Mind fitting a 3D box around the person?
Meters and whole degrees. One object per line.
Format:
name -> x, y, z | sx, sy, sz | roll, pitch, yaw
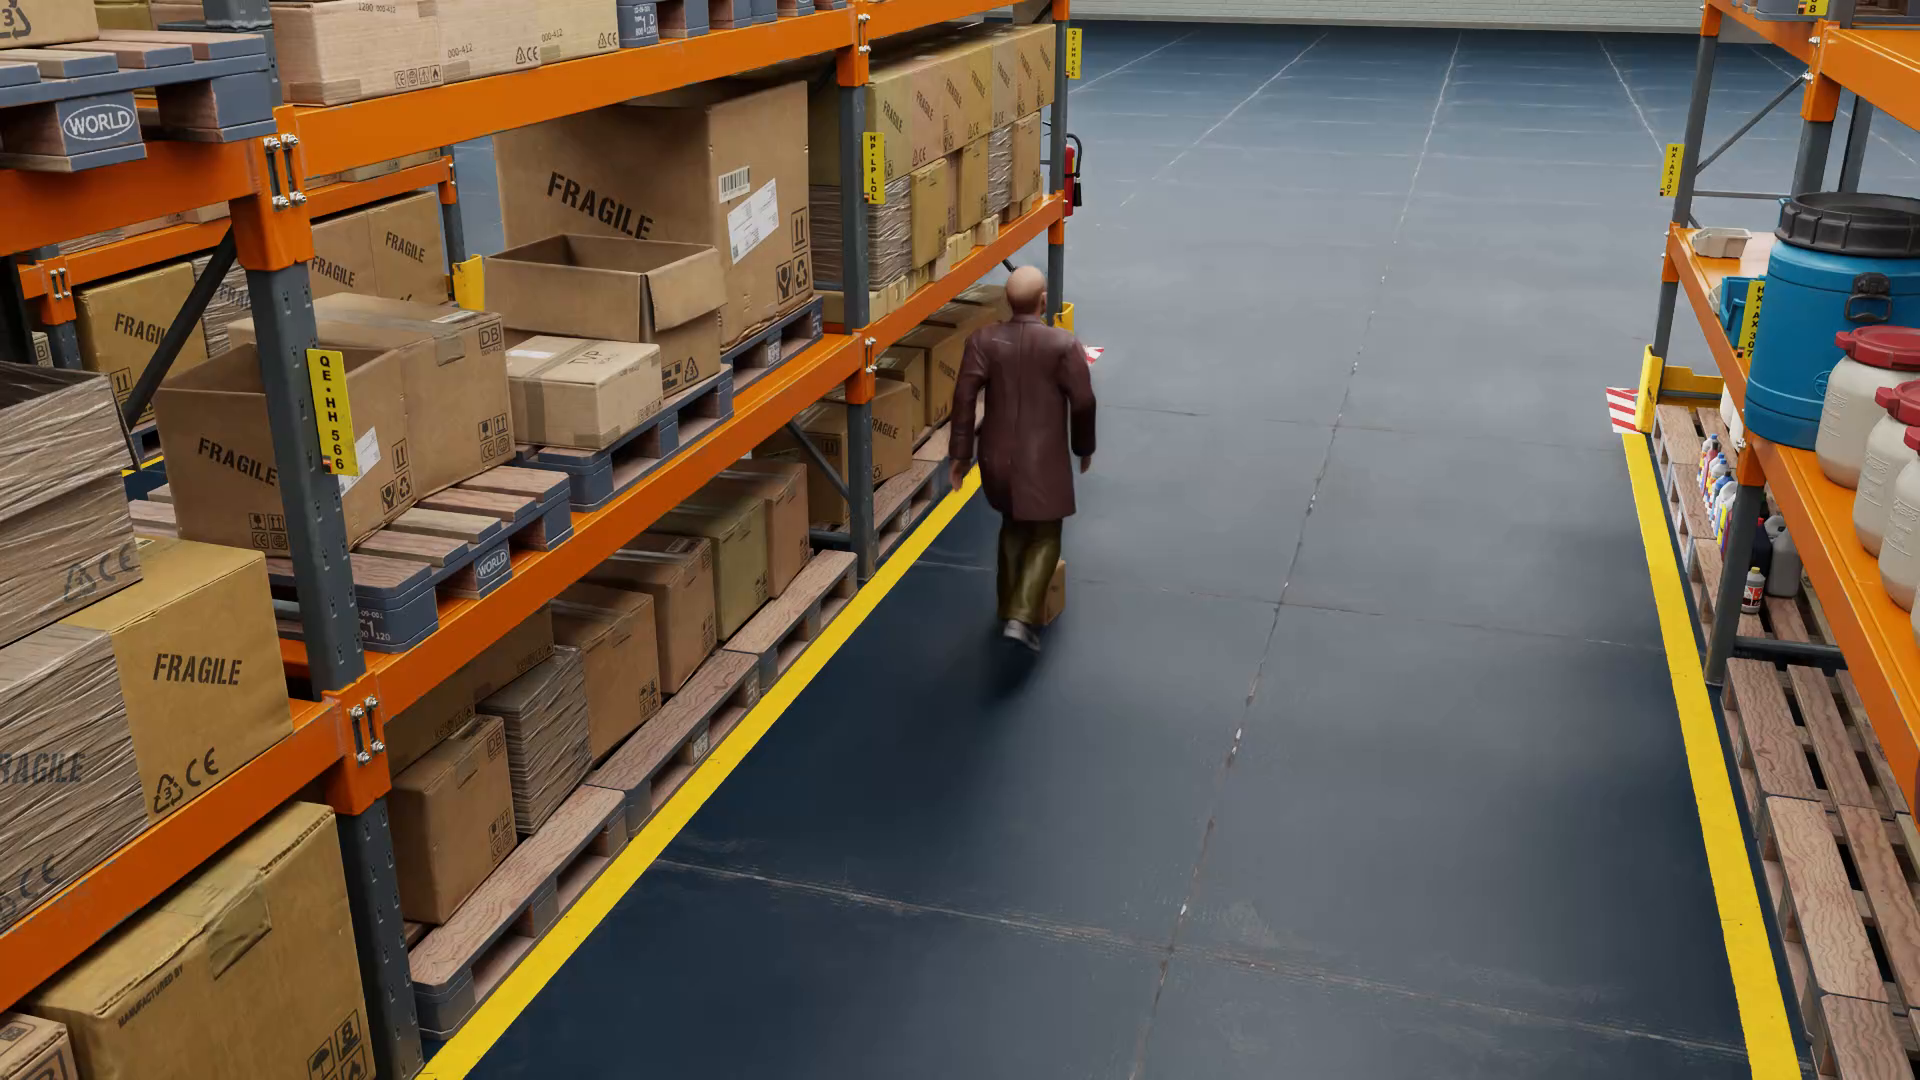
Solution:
person -> 0.252, -0.331, 7.448 | 0.657, 1.728, 0.859 | 10, 24, 23
